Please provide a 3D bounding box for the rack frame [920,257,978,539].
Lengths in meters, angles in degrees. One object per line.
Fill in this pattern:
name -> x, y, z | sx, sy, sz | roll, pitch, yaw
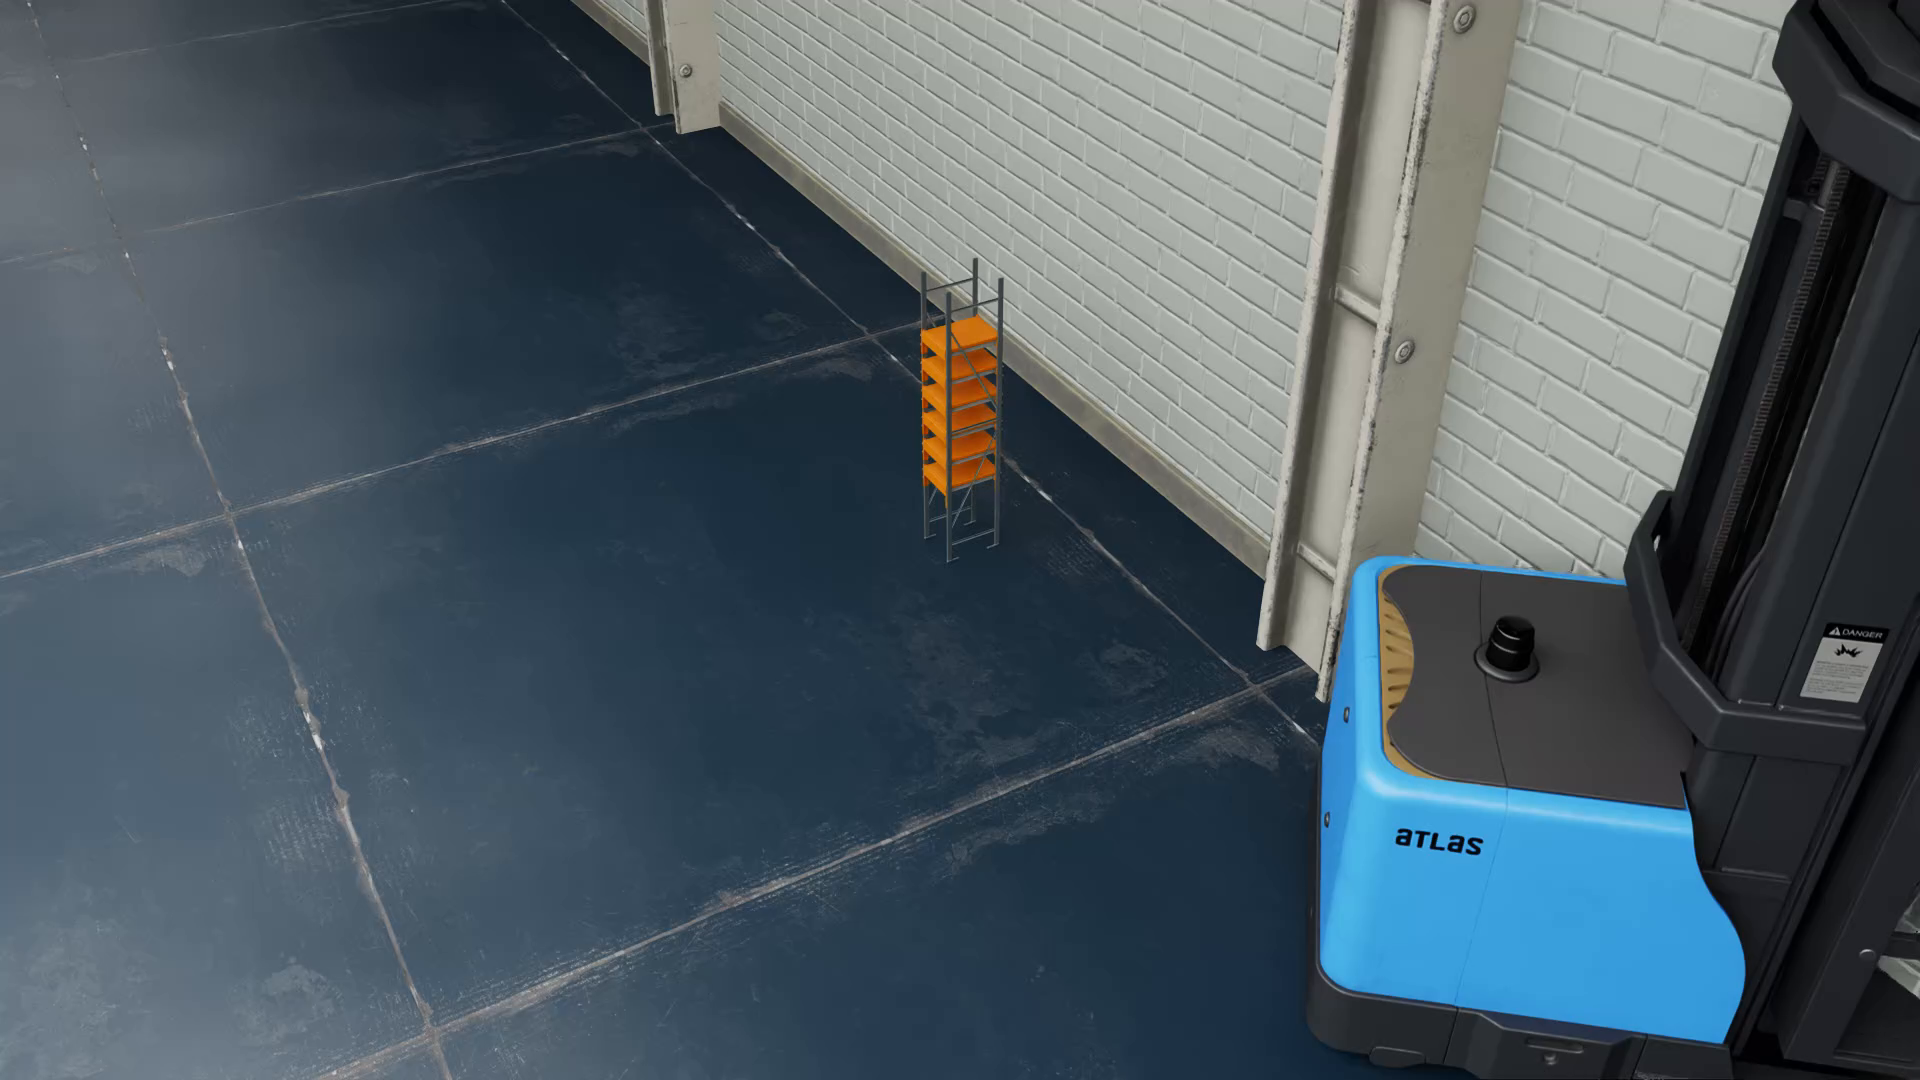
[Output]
rack frame -> -0.039, -0.524, 6.450 | 0.240, 1.200, 0.006 | -19, 40, -24

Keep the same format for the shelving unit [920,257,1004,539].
shelving unit -> -7.825, -5.445, 12.679 | 5.752, 1.800, 21.905 | -19, 40, -24

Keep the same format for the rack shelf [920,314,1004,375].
rack shelf -> 0.007, -0.732, 6.200 | 0.258, 0.103, 0.180 | -19, 40, -24

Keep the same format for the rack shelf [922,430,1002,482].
rack shelf -> 0.007, -0.344, 6.483 | 0.258, 0.103, 0.180 | -19, 40, -24
